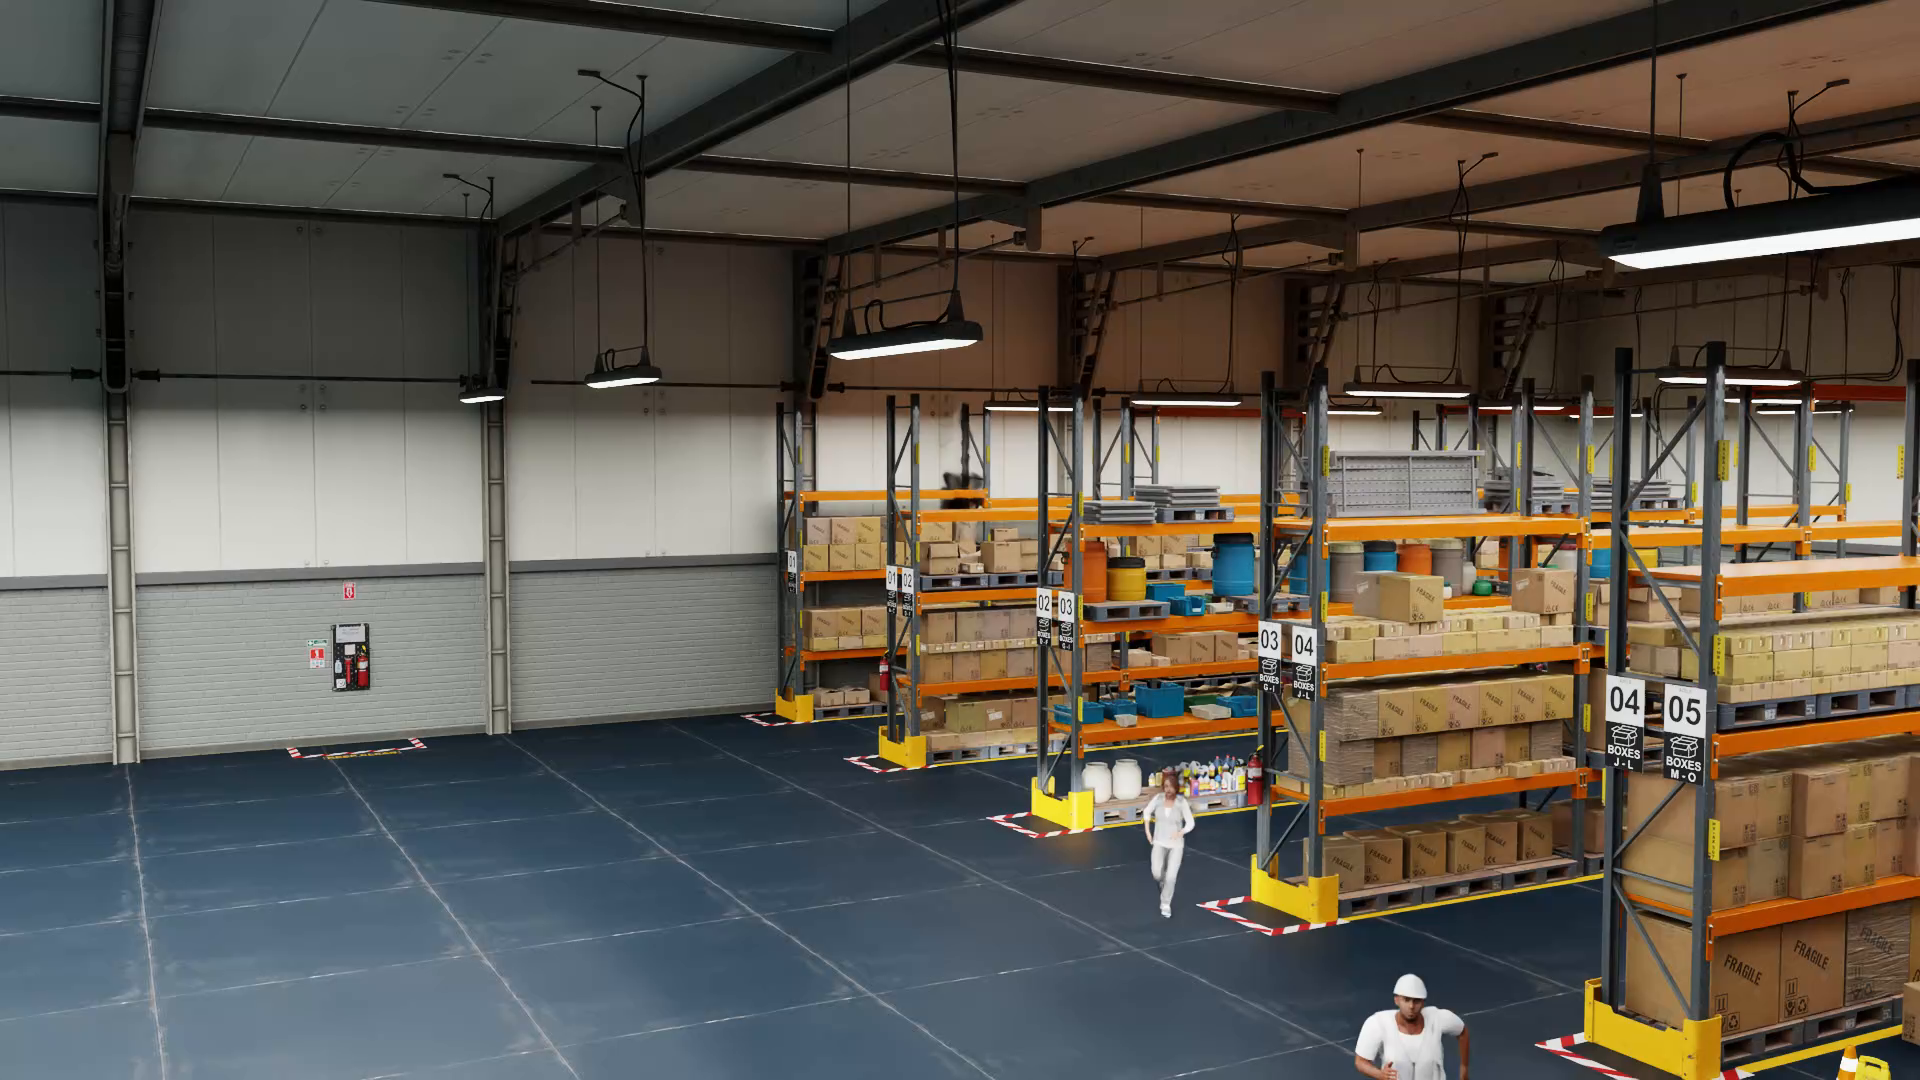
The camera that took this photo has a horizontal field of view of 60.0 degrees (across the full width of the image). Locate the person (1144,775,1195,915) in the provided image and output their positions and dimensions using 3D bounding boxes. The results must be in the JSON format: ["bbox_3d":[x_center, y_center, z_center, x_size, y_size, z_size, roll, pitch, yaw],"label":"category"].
[{"bbox_3d":[2.263,3.348,18.163,0.584,1.560,0.495,1,3,17],"label":"person"}]

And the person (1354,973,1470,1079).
[{"bbox_3d":[2.939,3.677,10.822,0.728,1.795,0.841,1,3,14],"label":"person"}]
